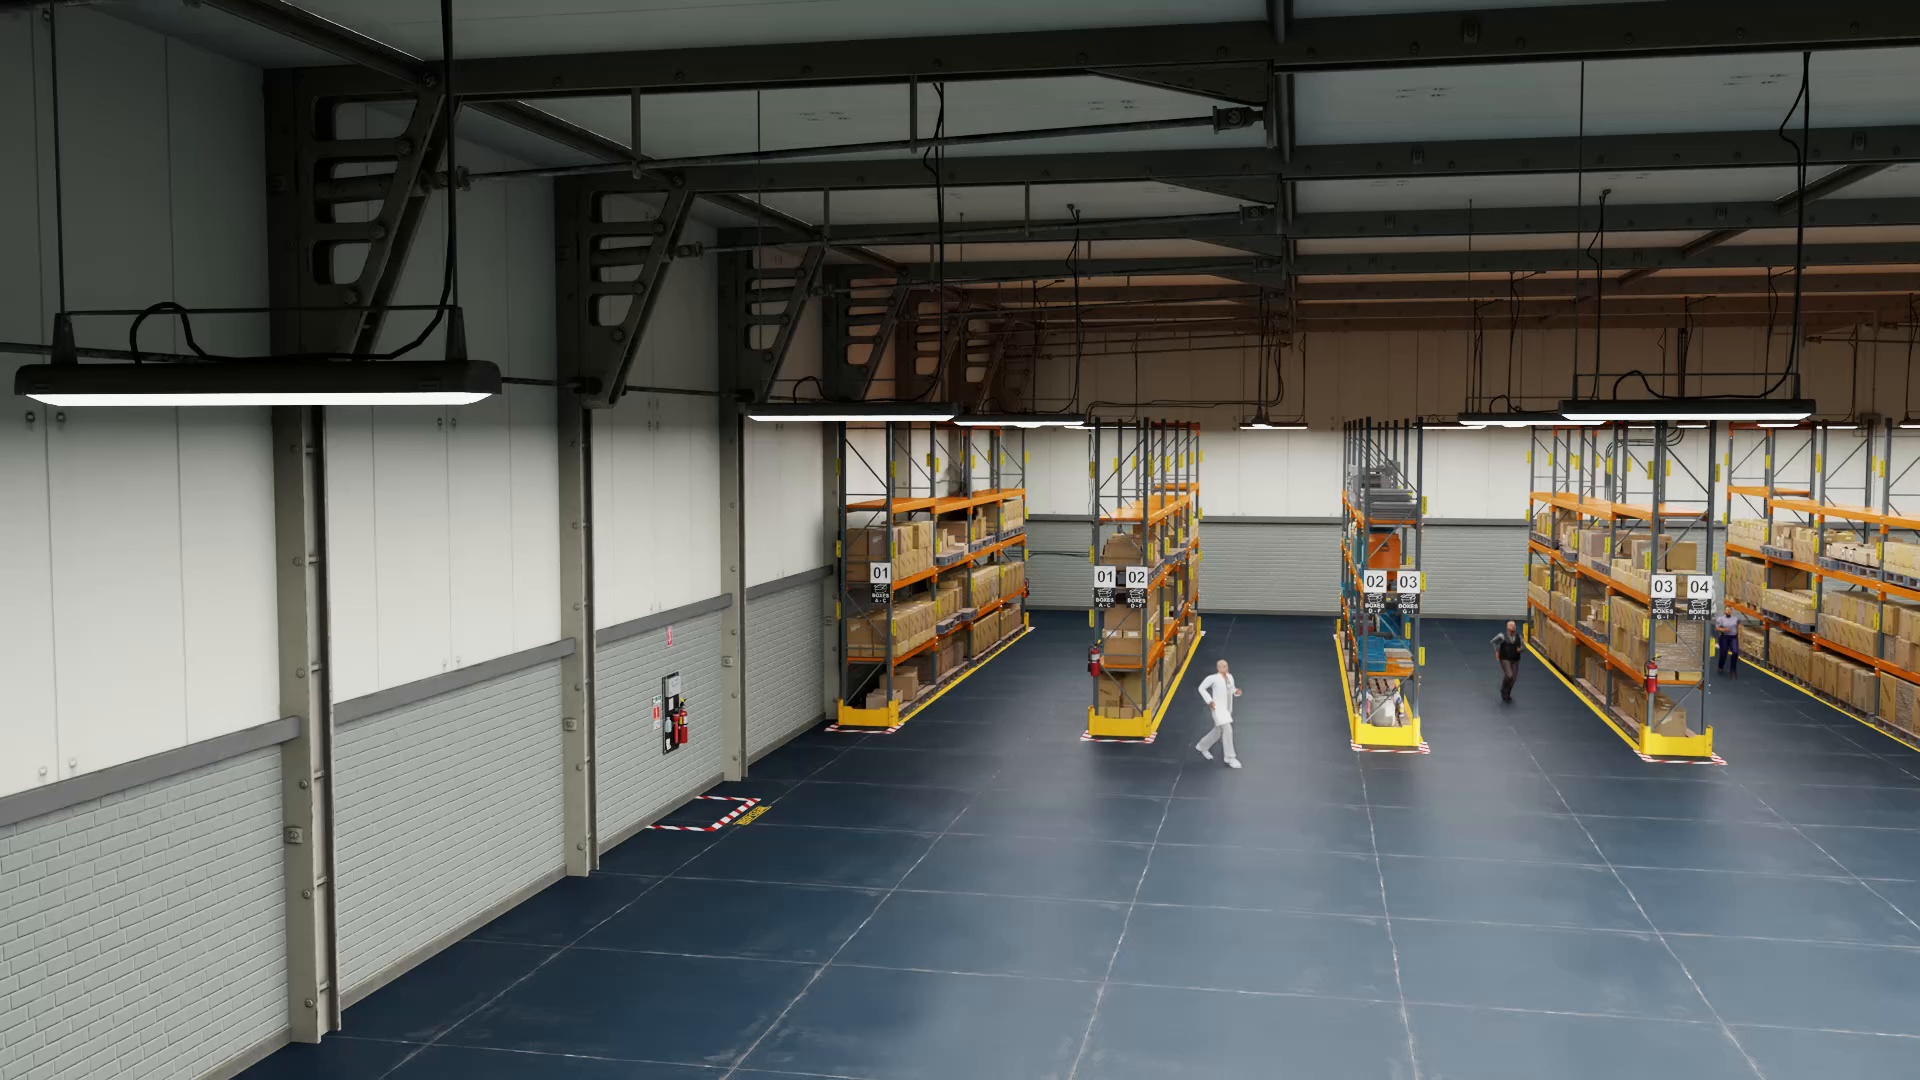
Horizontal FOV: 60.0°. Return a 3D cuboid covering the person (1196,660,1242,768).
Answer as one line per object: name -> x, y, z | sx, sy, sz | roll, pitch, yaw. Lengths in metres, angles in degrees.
person -> 4.532, 2.968, 28.684 | 0.895, 1.817, 0.679 | 3, 5, 42

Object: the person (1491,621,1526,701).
person -> 11.678, 2.572, 35.287 | 0.644, 1.699, 0.642 | 0, 4, -7

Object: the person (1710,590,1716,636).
person -> 20.259, 1.917, 45.385 | 0.753, 1.726, 0.953 | 0, 4, 3

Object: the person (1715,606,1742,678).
person -> 18.058, 2.397, 39.059 | 0.607, 1.668, 0.816 | 1, 4, 15
